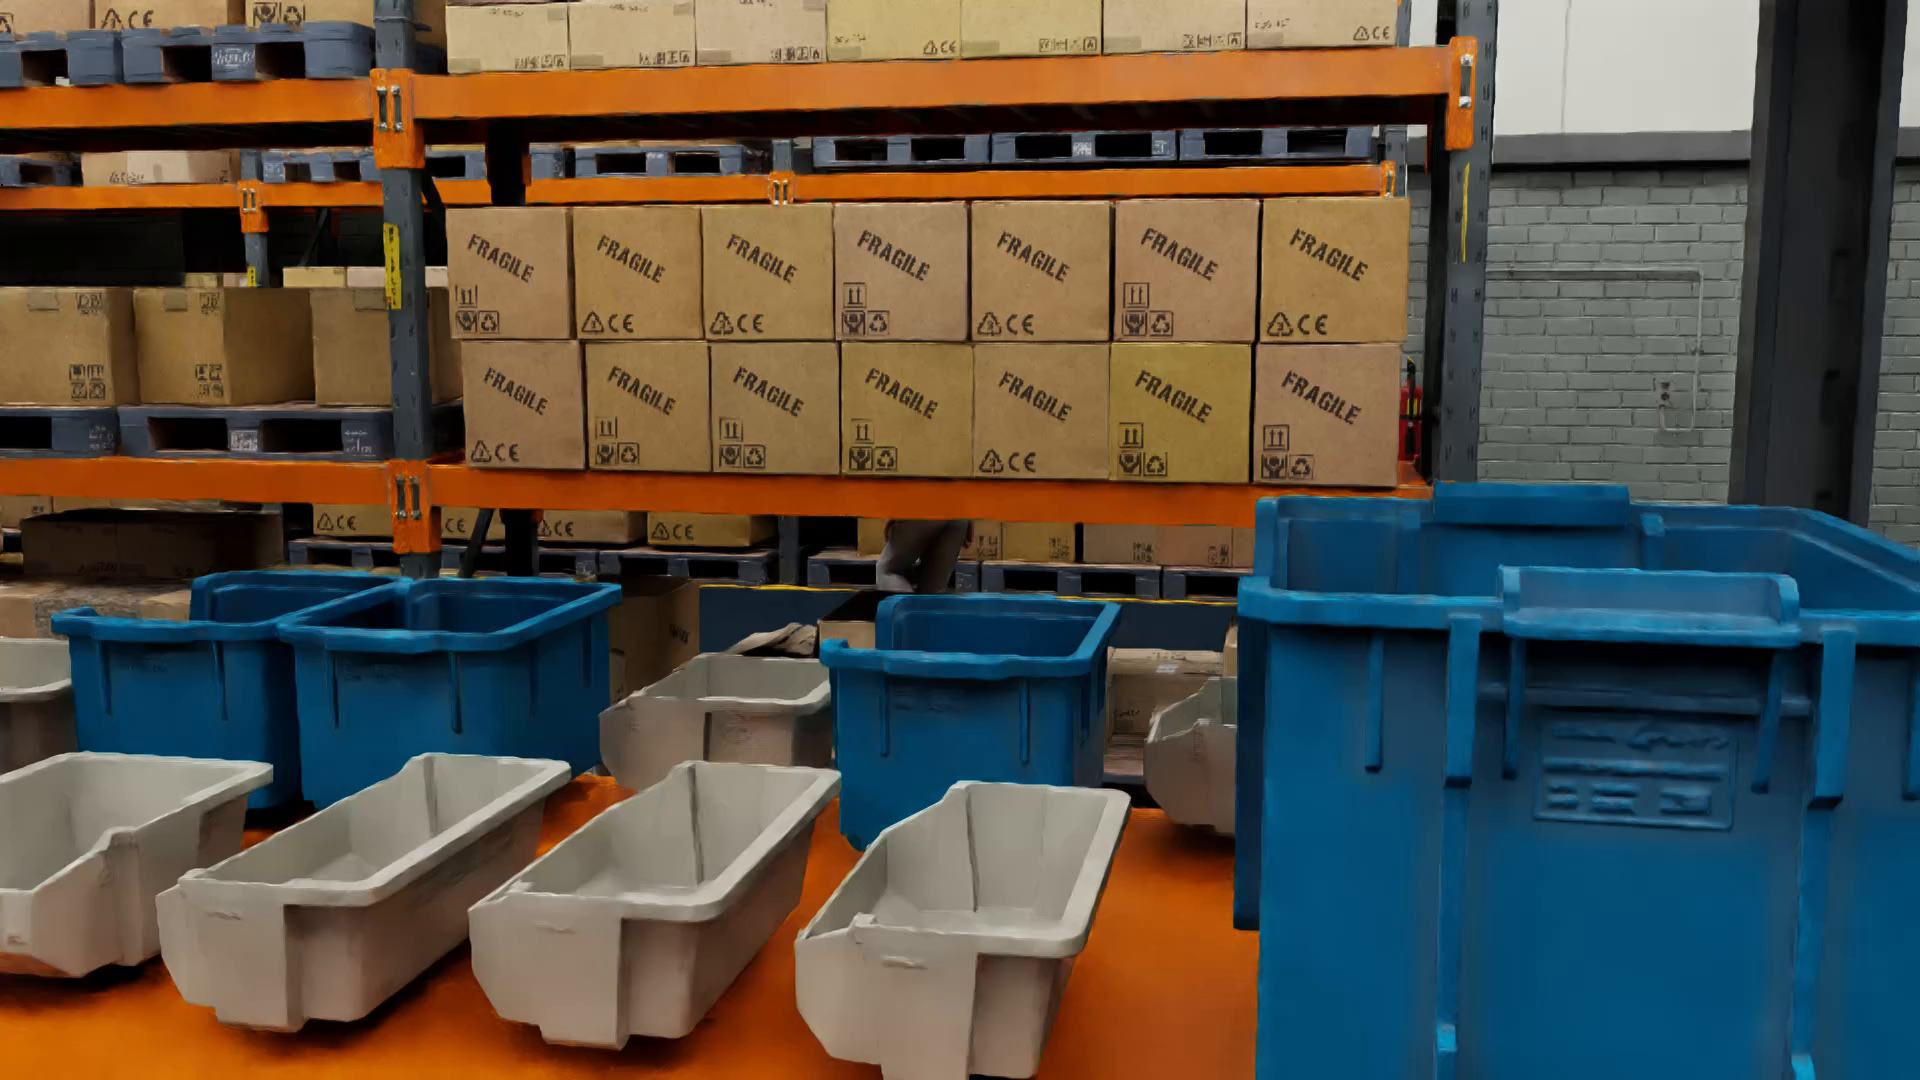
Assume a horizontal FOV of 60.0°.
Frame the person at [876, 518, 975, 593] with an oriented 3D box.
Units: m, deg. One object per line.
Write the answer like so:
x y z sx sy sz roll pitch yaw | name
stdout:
-0.141 -0.091 8.508 0.540 1.664 0.491 -5 10 -33 | person
